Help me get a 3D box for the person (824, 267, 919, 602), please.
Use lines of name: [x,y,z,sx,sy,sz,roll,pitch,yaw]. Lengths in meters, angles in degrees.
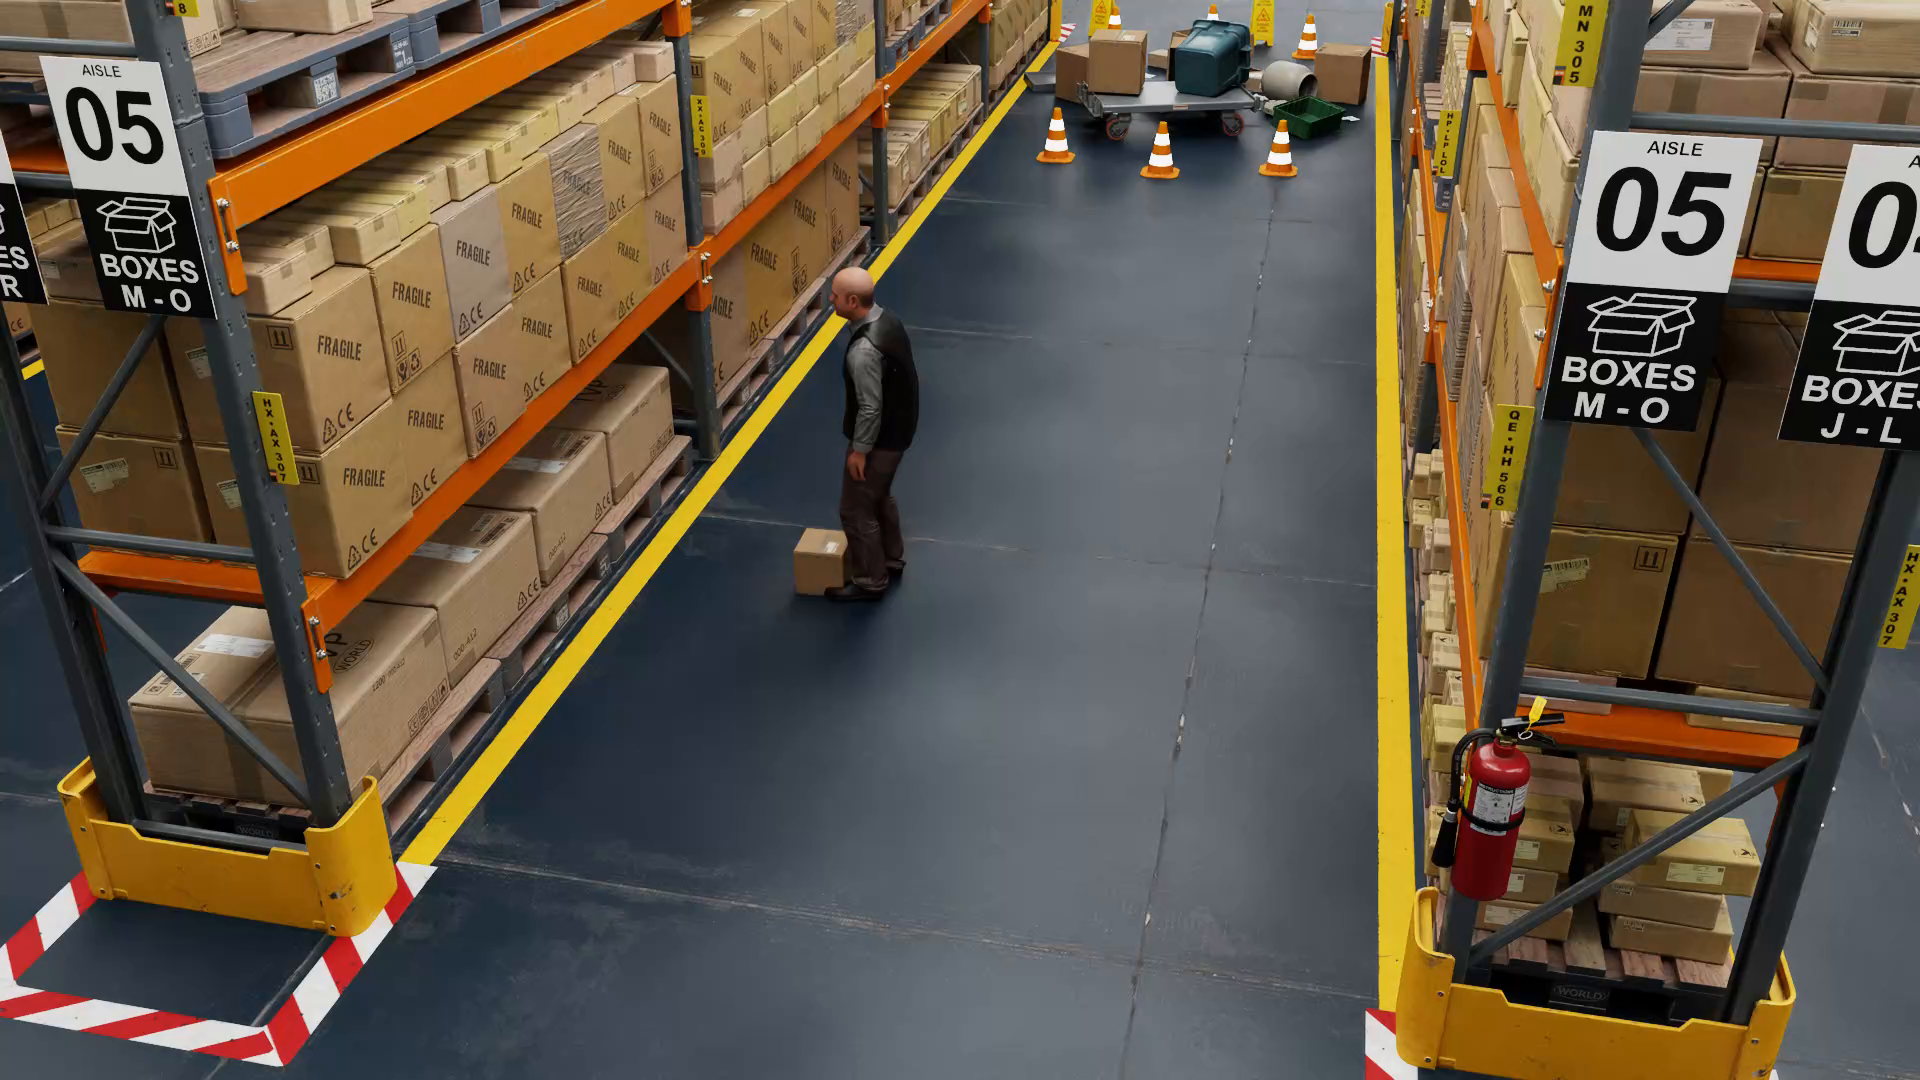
person: [-0.435,-0.504,8.075,0.475,1.719,0.581,4,29,8]
